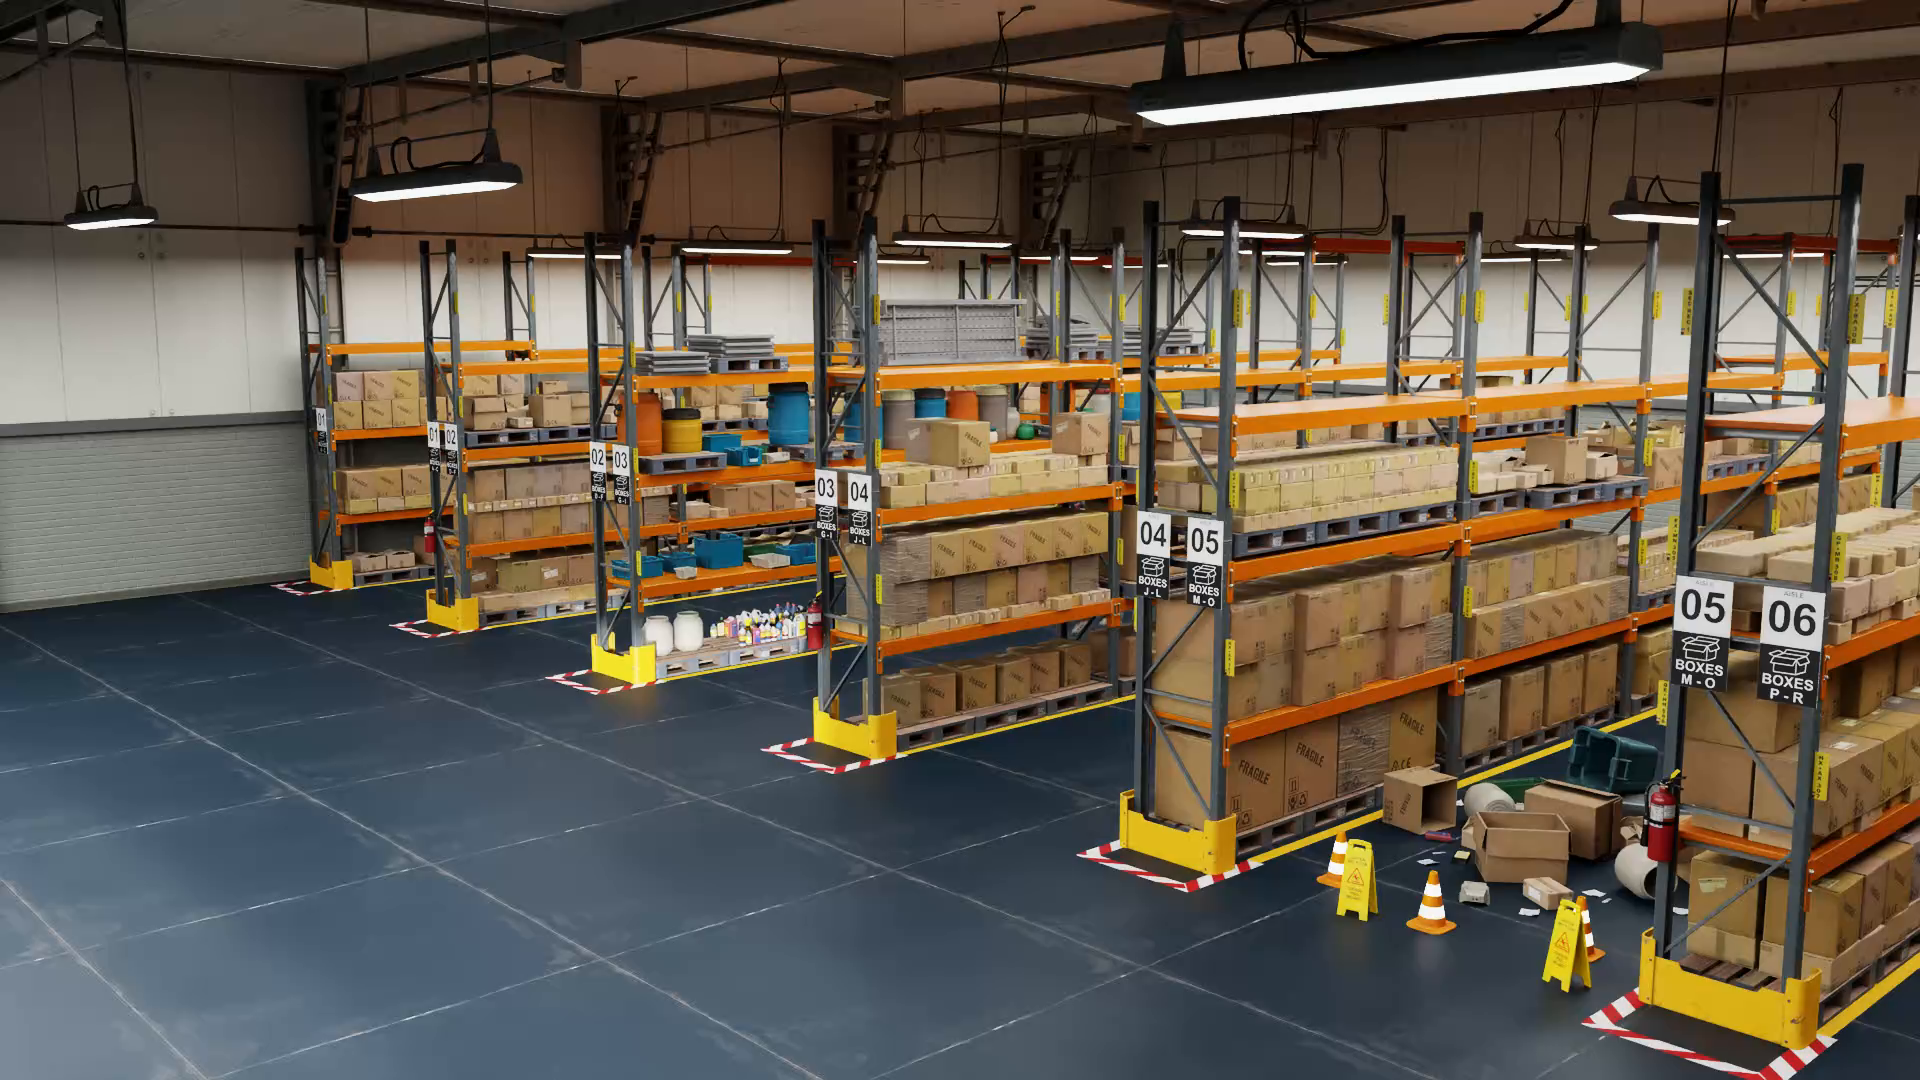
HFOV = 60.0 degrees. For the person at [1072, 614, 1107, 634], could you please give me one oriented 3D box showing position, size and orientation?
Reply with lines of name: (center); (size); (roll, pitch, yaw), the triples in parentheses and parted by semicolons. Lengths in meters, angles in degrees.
person: (1.964, 0.480, 24.388); (0.564, 1.753, 0.777); (8, 11, 42)
